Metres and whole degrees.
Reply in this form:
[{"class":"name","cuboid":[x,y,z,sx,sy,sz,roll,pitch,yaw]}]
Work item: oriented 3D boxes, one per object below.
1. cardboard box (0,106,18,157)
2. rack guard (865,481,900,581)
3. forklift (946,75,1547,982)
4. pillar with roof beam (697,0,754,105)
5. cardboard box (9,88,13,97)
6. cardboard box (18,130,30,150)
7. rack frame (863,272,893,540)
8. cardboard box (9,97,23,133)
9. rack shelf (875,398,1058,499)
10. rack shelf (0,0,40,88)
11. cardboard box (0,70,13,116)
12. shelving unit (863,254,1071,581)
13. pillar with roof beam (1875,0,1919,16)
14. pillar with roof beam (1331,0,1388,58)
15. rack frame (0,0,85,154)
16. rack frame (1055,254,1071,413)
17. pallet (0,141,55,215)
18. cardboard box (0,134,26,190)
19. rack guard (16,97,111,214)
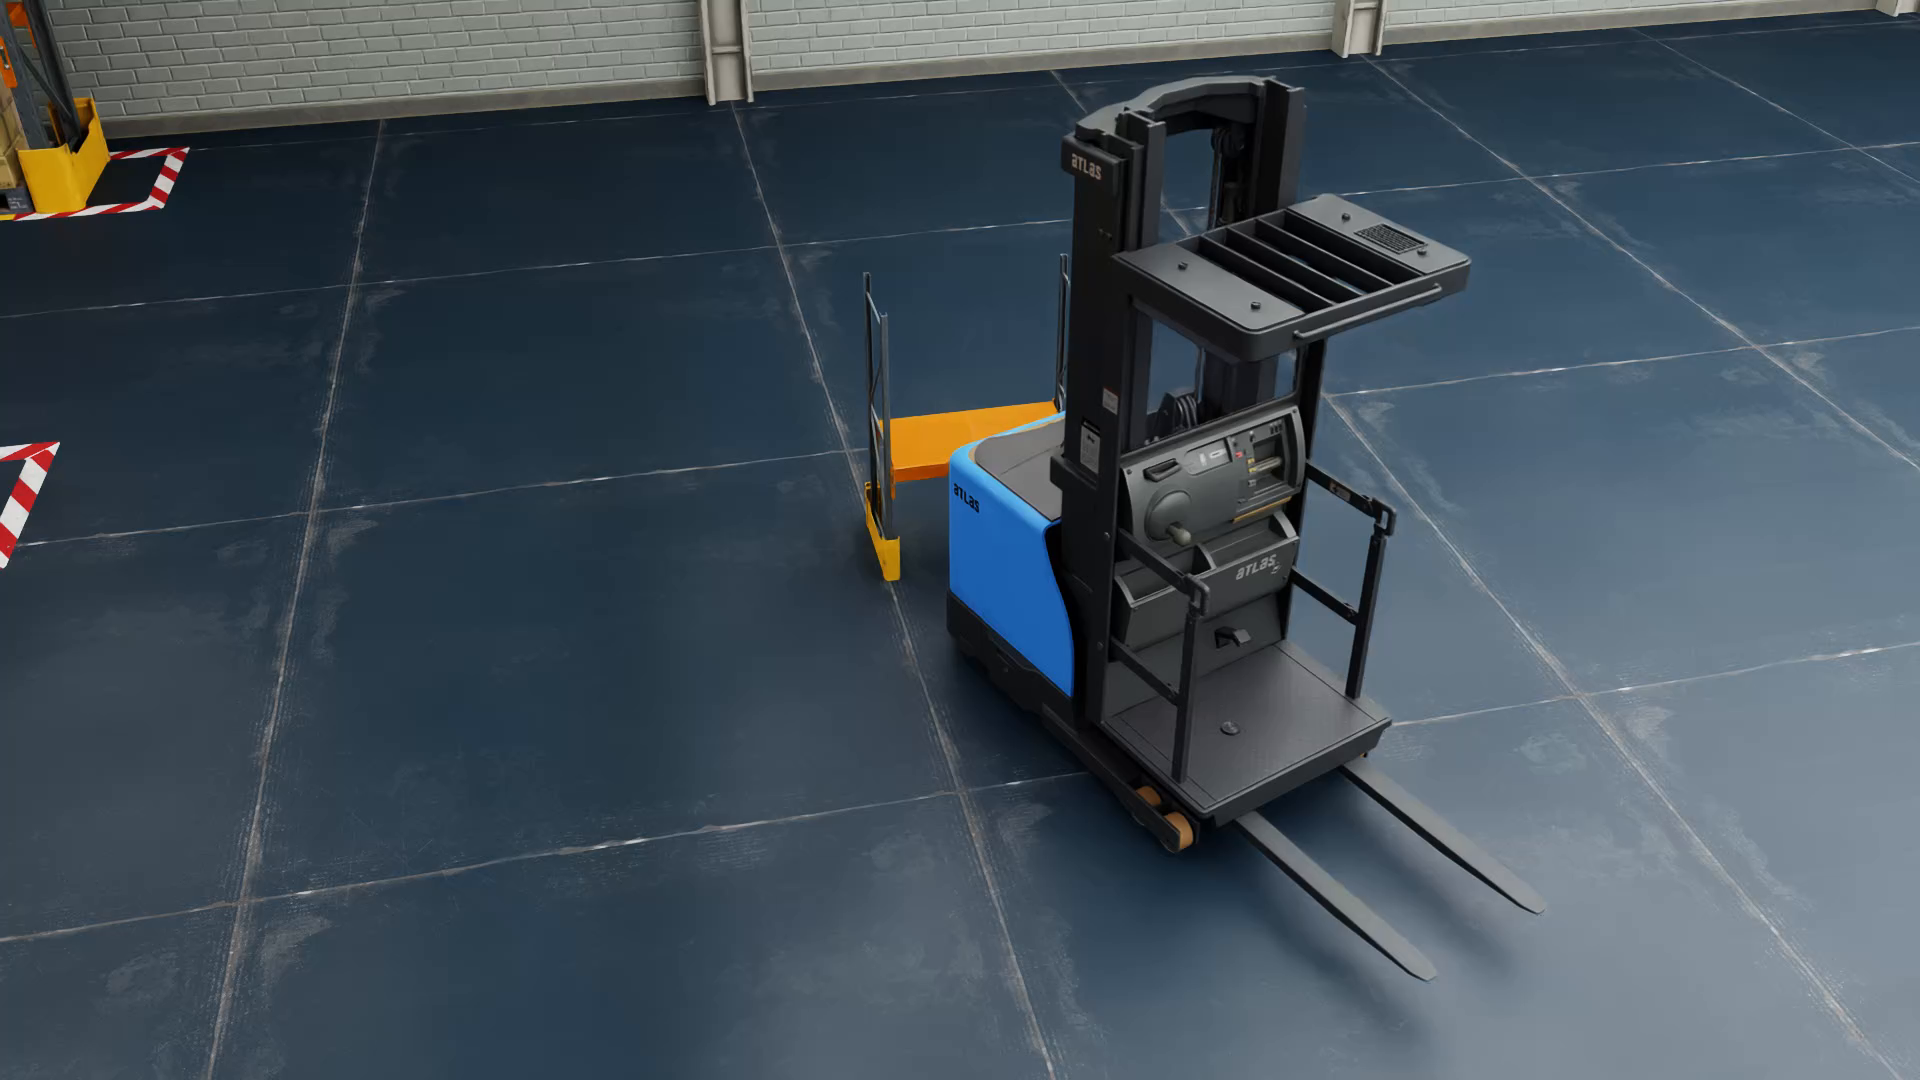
[{"class":"cardboard box","cuboid":[-7.440,-3.068,12.496,0.500,0.250,0.500,-8,35,-11]},{"class":"rack guard","cuboid":[-0.411,-0.052,8.826,0.087,0.250,0.587,-7,35,-11]},{"class":"forklift","cuboid":[1.166,-0.207,6.651,1.130,2.935,3.031,-20,39,-27]},{"class":"pillar with roof beam","cuboid":[-1.110,-5.351,8.871,0.400,9.000,9.100,-7,35,-11]},{"class":"cardboard box","cuboid":[-7.544,-3.549,12.764,0.500,0.250,0.500,-8,35,-11]},{"class":"cardboard box","cuboid":[-7.556,-3.136,13.046,0.500,0.250,0.500,-7,35,-10]},{"class":"rack frame","cuboid":[-0.413,-0.571,8.478,0.032,1.500,0.500,-7,35,-11]},{"class":"cardboard box","cuboid":[-7.538,-3.353,12.920,0.500,0.250,0.500,-7,34,-10]},{"class":"rack shelf","cuboid":[0.083,-0.484,8.671,1.000,0.185,0.538,-7,35,-11]},{"class":"rack shelf","cuboid":[-8.985,-3.513,12.162,4.000,0.370,1.077,-7,35,-11]},{"class":"cardboard box","cuboid":[-7.414,-3.280,12.362,0.500,0.250,0.500,-6,34,-9]},{"class":"shelving unit","cuboid":[0.074,-0.632,8.569,1.083,1.500,0.587,-7,35,-11]},{"class":"pillar with roof beam","cuboid":[10.594,-6.826,11.069,0.400,9.000,9.100,-7,35,-11]},{"class":"pillar with roof beam","cuboid":[4.742,-6.089,9.970,0.400,9.000,9.100,-7,35,-11]},{"class":"rack frame","cuboid":[-7.034,-4.058,12.328,0.127,3.000,1.000,-7,35,-11]},{"class":"rack frame","cuboid":[0.579,-0.696,8.664,0.032,1.500,0.500,-7,35,-11]},{"class":"pallet","cuboid":[-7.771,-2.783,12.931,1.213,0.211,1.003,-7,35,-11]},{"class":"cardboard box","cuboid":[-7.423,-2.861,12.635,0.500,0.250,0.500,-7,34,-10]},{"class":"rack guard","cuboid":[-7.011,-3.023,13.029,0.348,0.500,1.175,-7,35,-11]}]
